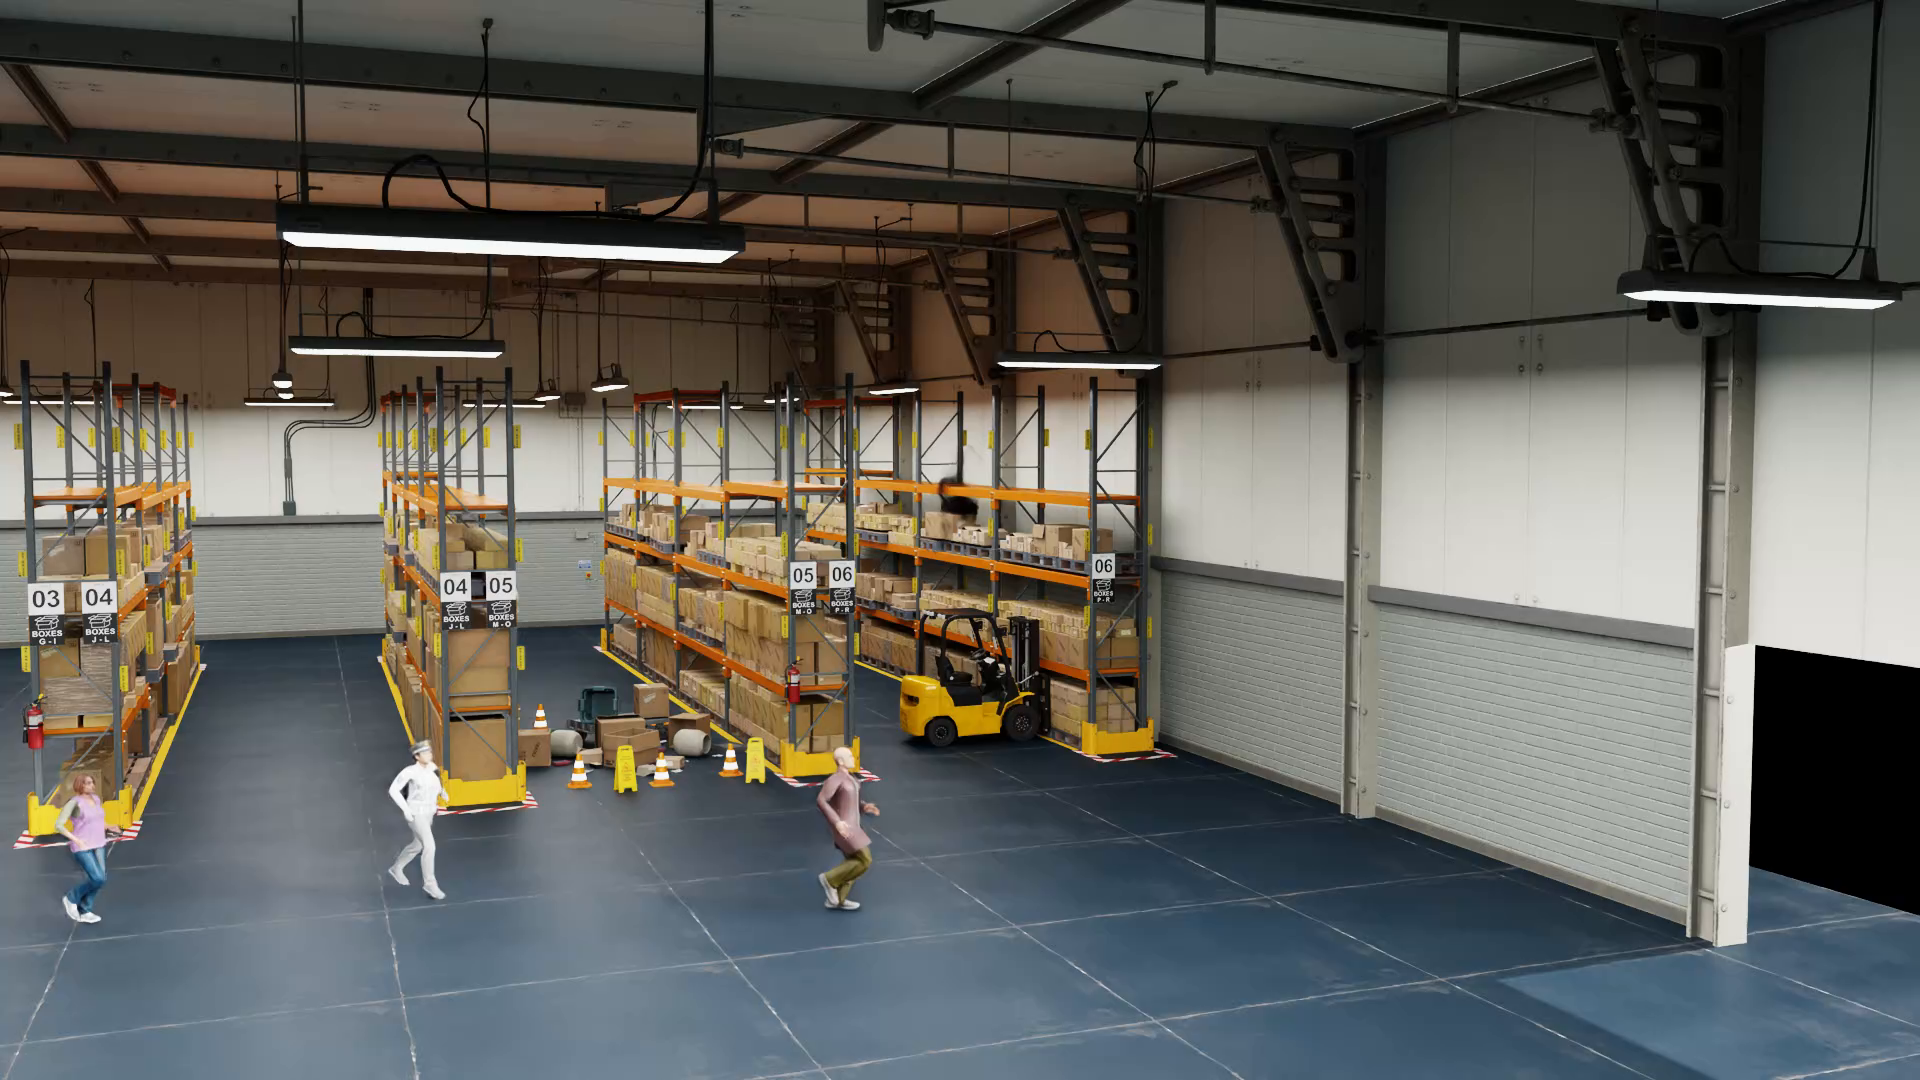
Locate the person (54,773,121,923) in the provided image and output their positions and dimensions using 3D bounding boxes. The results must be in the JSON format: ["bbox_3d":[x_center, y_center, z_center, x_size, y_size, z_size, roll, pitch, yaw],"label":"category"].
[{"bbox_3d":[-8.980,3.185,17.173,0.542,1.554,0.531,1,4,12],"label":"person"}]

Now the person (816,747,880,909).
[{"bbox_3d":[-1.167,3.089,17.666,0.623,1.693,0.701,1,3,9],"label":"person"}]

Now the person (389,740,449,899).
[{"bbox_3d":[-5.987,3.046,18.362,0.812,1.732,0.611,1,4,20],"label":"person"}]
